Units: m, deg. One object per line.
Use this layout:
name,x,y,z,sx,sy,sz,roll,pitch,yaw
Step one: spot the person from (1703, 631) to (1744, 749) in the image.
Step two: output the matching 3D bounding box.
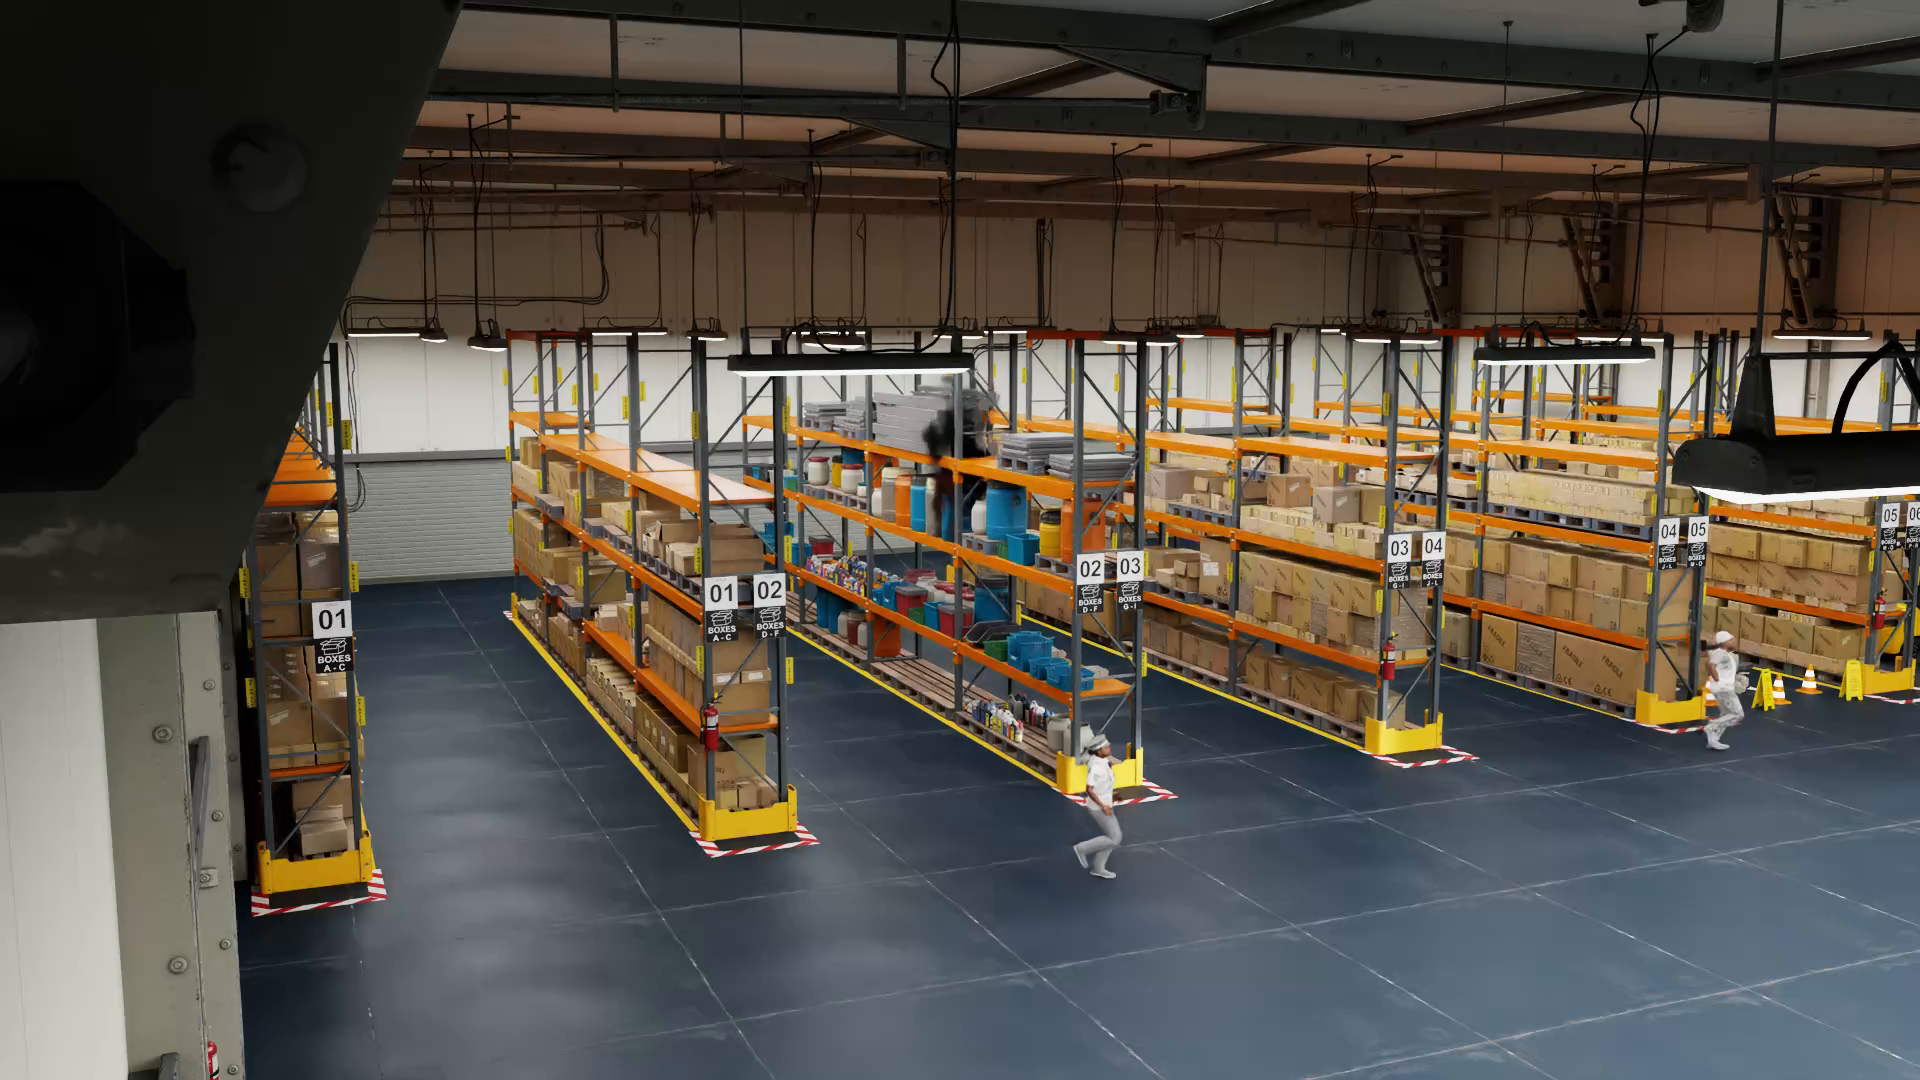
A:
person,11.163,2.180,24.316,0.531,1.701,0.691,3,8,18

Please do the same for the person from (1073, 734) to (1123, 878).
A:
person,1.560,2.995,18.710,0.558,1.654,0.582,0,8,3
